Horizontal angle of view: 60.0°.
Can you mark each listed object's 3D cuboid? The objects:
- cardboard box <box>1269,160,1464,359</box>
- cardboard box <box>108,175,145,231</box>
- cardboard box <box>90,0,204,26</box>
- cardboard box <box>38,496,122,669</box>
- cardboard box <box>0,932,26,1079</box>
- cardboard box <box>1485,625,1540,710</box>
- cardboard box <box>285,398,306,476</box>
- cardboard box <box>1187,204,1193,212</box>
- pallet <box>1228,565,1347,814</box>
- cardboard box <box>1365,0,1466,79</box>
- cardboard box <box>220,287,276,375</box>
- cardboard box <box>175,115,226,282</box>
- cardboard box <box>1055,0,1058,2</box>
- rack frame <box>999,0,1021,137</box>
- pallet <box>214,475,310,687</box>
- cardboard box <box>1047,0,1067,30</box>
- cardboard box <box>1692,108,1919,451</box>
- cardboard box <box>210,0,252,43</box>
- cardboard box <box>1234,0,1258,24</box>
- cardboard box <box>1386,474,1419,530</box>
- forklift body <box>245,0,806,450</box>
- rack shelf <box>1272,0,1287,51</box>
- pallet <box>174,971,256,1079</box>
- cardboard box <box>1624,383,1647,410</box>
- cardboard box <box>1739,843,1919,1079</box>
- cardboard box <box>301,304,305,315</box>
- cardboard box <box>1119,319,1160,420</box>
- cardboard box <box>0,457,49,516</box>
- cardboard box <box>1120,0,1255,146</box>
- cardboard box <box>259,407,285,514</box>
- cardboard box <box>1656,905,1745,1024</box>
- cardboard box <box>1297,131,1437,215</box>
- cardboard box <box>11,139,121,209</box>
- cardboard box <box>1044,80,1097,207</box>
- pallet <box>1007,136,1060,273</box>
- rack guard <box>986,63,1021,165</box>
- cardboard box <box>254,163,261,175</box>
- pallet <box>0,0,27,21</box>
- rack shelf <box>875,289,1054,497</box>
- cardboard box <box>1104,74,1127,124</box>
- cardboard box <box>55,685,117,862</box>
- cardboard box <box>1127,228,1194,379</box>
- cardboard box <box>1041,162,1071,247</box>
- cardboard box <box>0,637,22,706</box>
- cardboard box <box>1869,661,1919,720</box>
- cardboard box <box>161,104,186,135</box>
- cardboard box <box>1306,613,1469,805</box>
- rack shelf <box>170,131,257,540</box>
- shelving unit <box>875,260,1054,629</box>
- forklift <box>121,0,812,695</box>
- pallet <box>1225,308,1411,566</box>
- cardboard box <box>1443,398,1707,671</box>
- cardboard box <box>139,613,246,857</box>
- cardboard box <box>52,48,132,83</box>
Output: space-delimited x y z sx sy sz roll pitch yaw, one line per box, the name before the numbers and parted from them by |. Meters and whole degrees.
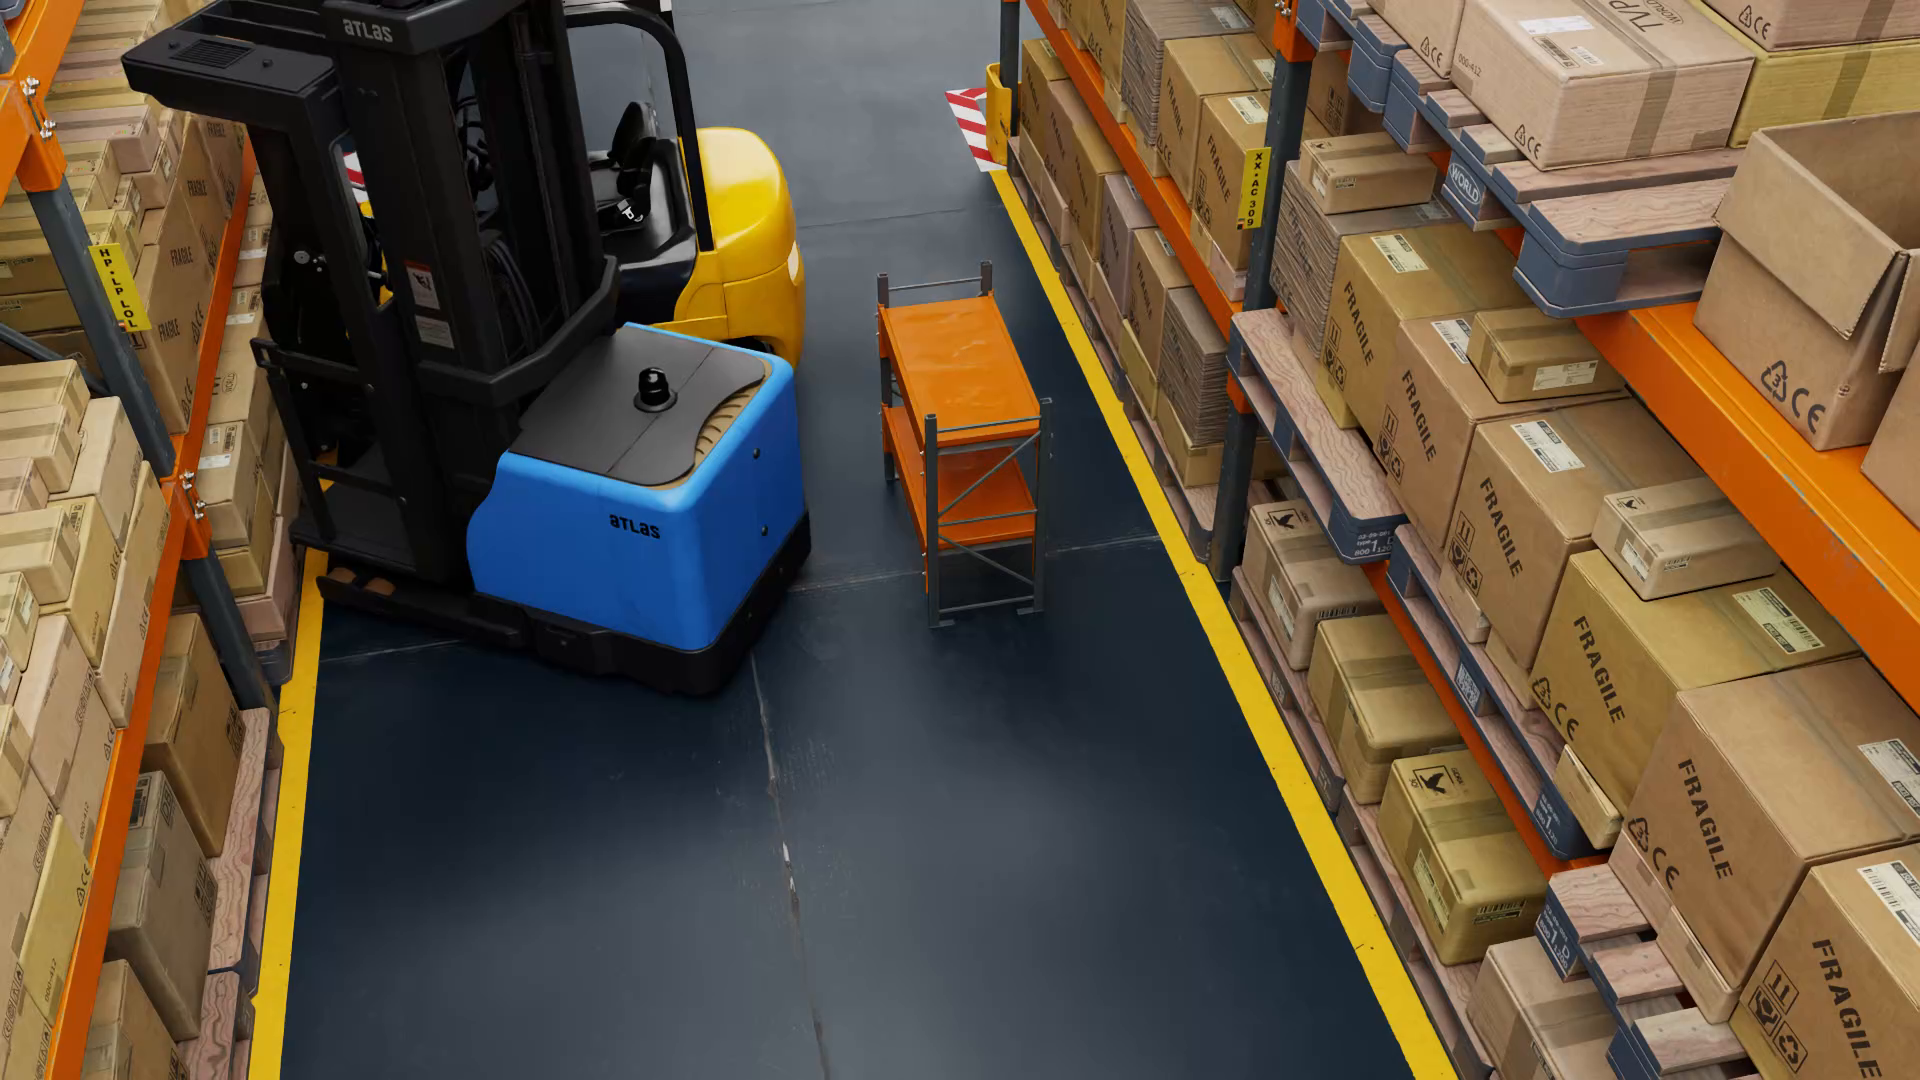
cardboard box | 1.423 -0.999 5.782 0.500 0.500 0.500 -7 42 -8
cardboard box | -3.197 -1.182 6.039 0.380 0.149 0.250 -8 42 -9
cardboard box | -3.451 -2.294 7.068 0.380 0.149 0.250 -8 42 -8
cardboard box | -2.771 0.158 4.830 0.500 0.250 0.500 -9 42 -10
cardboard box | -2.440 1.148 3.715 0.500 0.250 0.500 -9 42 -10
cardboard box | 1.753 0.320 4.785 0.380 0.149 0.250 -10 42 -11
cardboard box | -3.276 -0.472 7.559 0.500 0.250 0.500 -8 42 -9
cardboard box | 1.194 -1.450 7.095 0.380 0.149 0.250 -8 42 -9
pallet | 1.771 0.509 6.799 1.003 0.211 1.213 -8 42 -9
cardboard box | 1.447 -1.496 4.495 0.500 0.250 0.500 -9 42 -10
cardboard box | -3.261 -0.840 7.220 0.500 0.250 0.500 -7 42 -8
cardboard box | -3.324 -1.351 6.718 0.500 0.500 0.500 -9 42 -10
cardboard box | 0.685 -3.098 8.463 0.500 0.500 0.500 -7 42 -8
rack frame | 0.738 -3.631 9.363 1.000 3.000 0.127 -8 42 -9
pallet | -3.375 0.197 7.151 1.003 0.211 1.213 -8 42 -9
cardboard box | 0.666 -2.771 8.583 0.380 0.149 0.250 -8 42 -9
cardboard box | 2.108 -0.591 3.600 0.797 0.503 0.637 -8 42 -9
cardboard box | -3.642 -2.336 7.828 0.500 0.500 0.500 -7 42 -8
cardboard box | 1.548 -2.541 7.082 0.700 0.500 0.500 -9 42 -10
cardboard box | 1.608 -0.189 5.358 0.380 0.149 0.250 -8 42 -9
forklift body | -1.917 -1.632 7.751 2.313 2.155 1.214 -8 42 -9
rack shelf | 1.170 -3.188 7.146 1.077 0.370 4.000 -8 42 -9
pallet | -2.780 1.982 5.139 1.003 0.211 1.213 -8 42 -9
cardboard box | 2.139 -0.421 5.131 0.500 0.500 0.500 -7 42 -8
cardboard box | 2.095 0.994 3.537 0.500 0.500 0.500 -9 42 -11
cardboard box | -3.468 -1.304 8.120 0.500 0.250 0.500 -9 42 -10
cardboard box | 1.087 -0.856 7.991 0.500 0.250 0.500 -9 42 -10
cardboard box | -2.879 -0.084 4.803 0.380 0.149 0.250 -8 42 -9
cardboard box | 1.029 -2.108 7.347 0.500 0.500 0.500 -7 42 -8
cardboard box | -3.158 -0.324 7.016 0.500 0.250 0.500 -9 42 -10
cardboard box | 1.938 0.992 4.027 0.380 0.149 0.250 -9 42 -10
cardboard box | 1.358 -1.231 5.555 0.380 0.149 0.250 -9 42 -9
cardboard box | -3.232 -1.286 5.933 0.380 0.149 0.250 -9 42 -10
cardboard box | 0.765 -2.124 8.855 0.500 0.500 0.500 -10 43 -11
pallet | 0.896 -2.007 9.634 1.003 0.211 1.213 -8 42 -9
rack guard | 0.755 -2.647 10.137 1.175 0.500 0.348 -8 42 -9
cardboard box | -3.588 -1.836 8.343 0.500 0.250 0.500 -8 42 -8
pallet | -3.454 -1.963 5.290 1.003 0.211 1.213 -8 42 -9
rack shelf | 0.001 -0.635 6.959 0.538 0.278 1.000 -8 42 -9
cardboard box | 0.895 -2.099 7.826 0.380 0.149 0.250 -8 42 -9
cardboard box | -2.689 0.672 4.628 0.500 0.250 0.500 -8 42 -9
cardboard box | 1.100 -1.122 7.726 0.500 0.500 0.500 -8 42 -9
cardboard box | 0.745 -1.866 9.129 0.500 0.250 0.500 -7 42 -8
cardboard box | -2.649 0.409 4.248 0.380 0.149 0.250 -8 42 -9
cardboard box | 2.474 0.587 3.995 0.500 0.500 0.500 -6 42 -7
cardboard box | -3.304 -1.683 6.604 0.380 0.149 0.250 -10 42 -11
cardboard box | 1.876 0.592 6.268 0.950 0.372 0.625 -6 42 -7
rack shelf | -3.676 -1.352 7.337 1.077 0.370 4.000 -8 42 -9
shelving unit | 0.001 -0.416 7.153 0.538 1.125 1.048 -8 42 -9
forklift | -2.229 -1.080 6.540 3.031 2.935 1.130 14 44 15
pallet | 1.625 -0.450 5.924 1.003 0.211 1.213 -8 42 -9
cardboard box | 1.746 -0.021 4.680 0.500 0.500 0.500 -10 43 -11
cardboard box | -3.121 0.743 5.908 0.875 0.625 0.625 -7 42 -7
cardboard box | -3.379 -1.789 6.499 0.380 0.149 0.250 -9 42 -9
